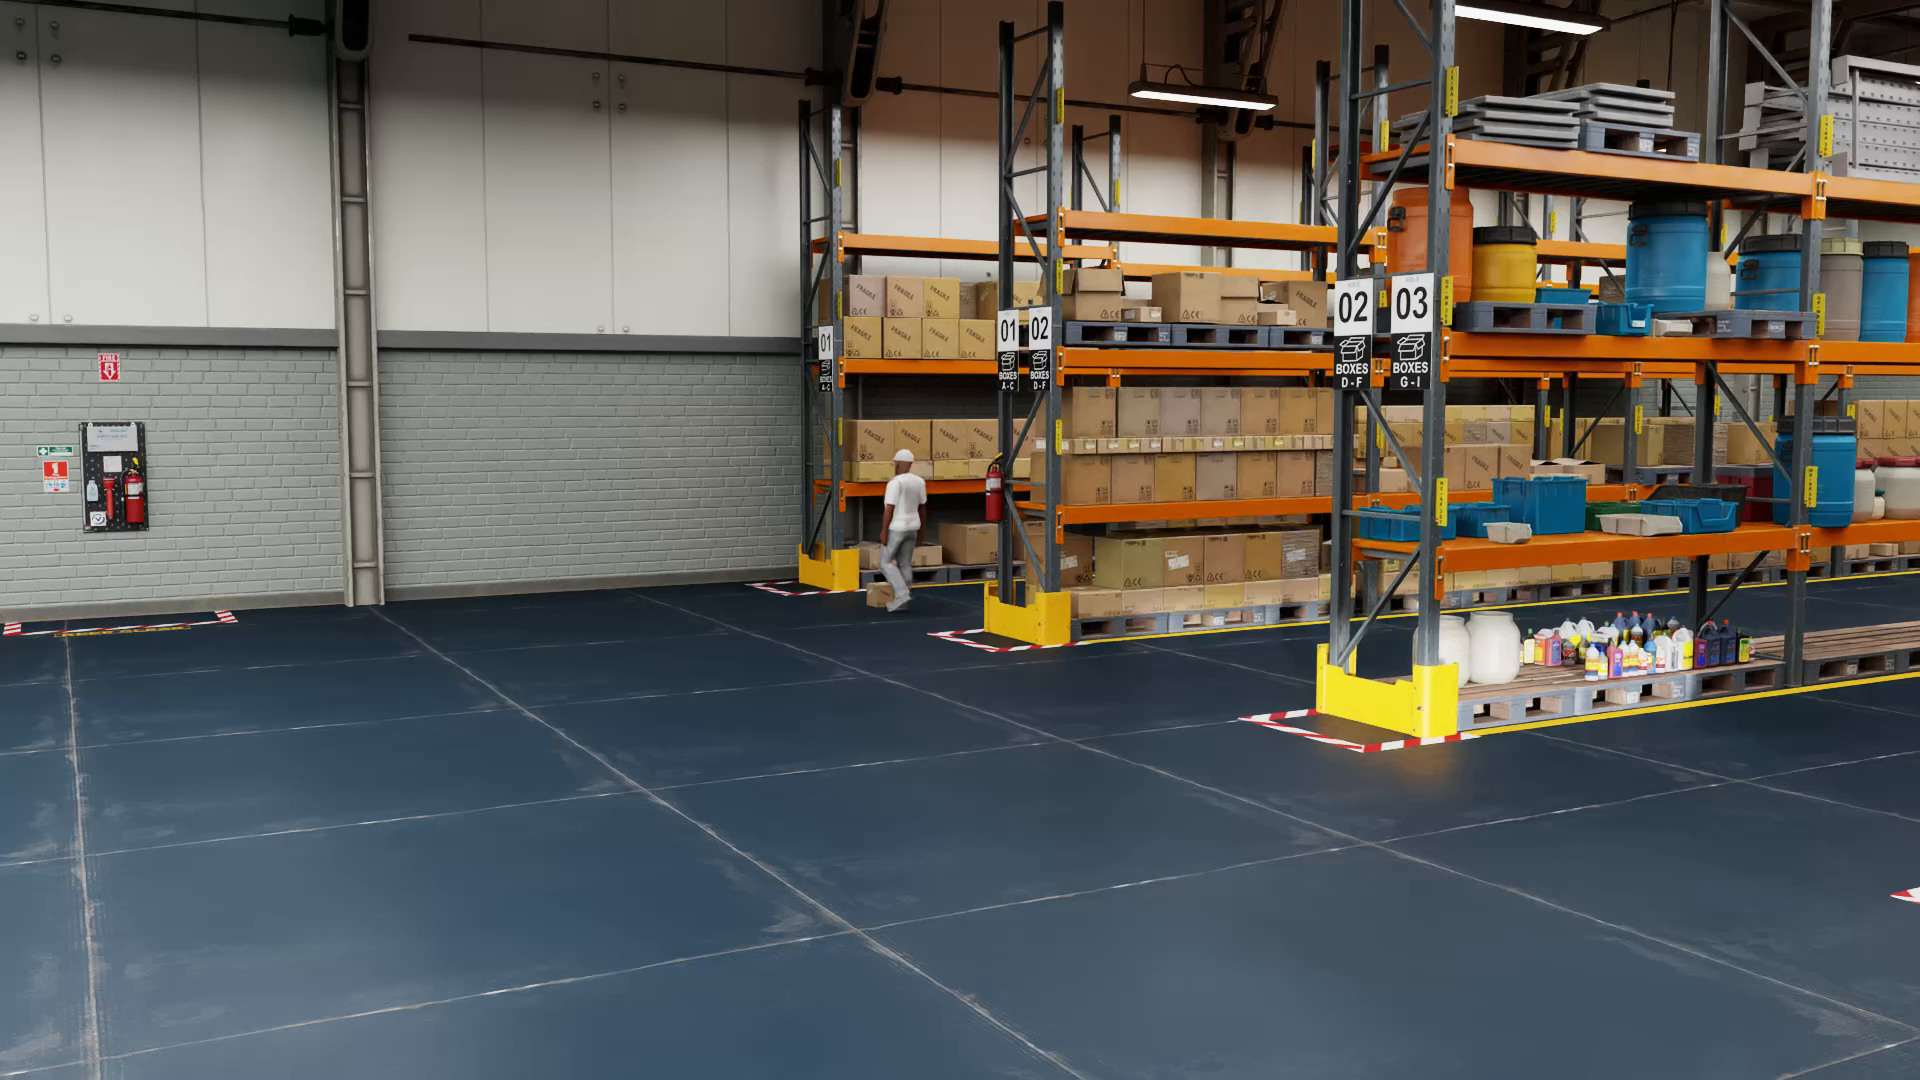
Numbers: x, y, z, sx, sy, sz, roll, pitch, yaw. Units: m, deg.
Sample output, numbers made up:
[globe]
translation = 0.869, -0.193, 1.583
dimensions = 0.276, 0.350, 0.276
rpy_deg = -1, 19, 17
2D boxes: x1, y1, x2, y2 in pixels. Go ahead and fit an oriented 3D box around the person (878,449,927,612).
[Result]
[person]
translation = -0.644, -0.106, 18.262
dimensions = 0.498, 1.776, 0.587
rpy_deg = 4, 7, 41
